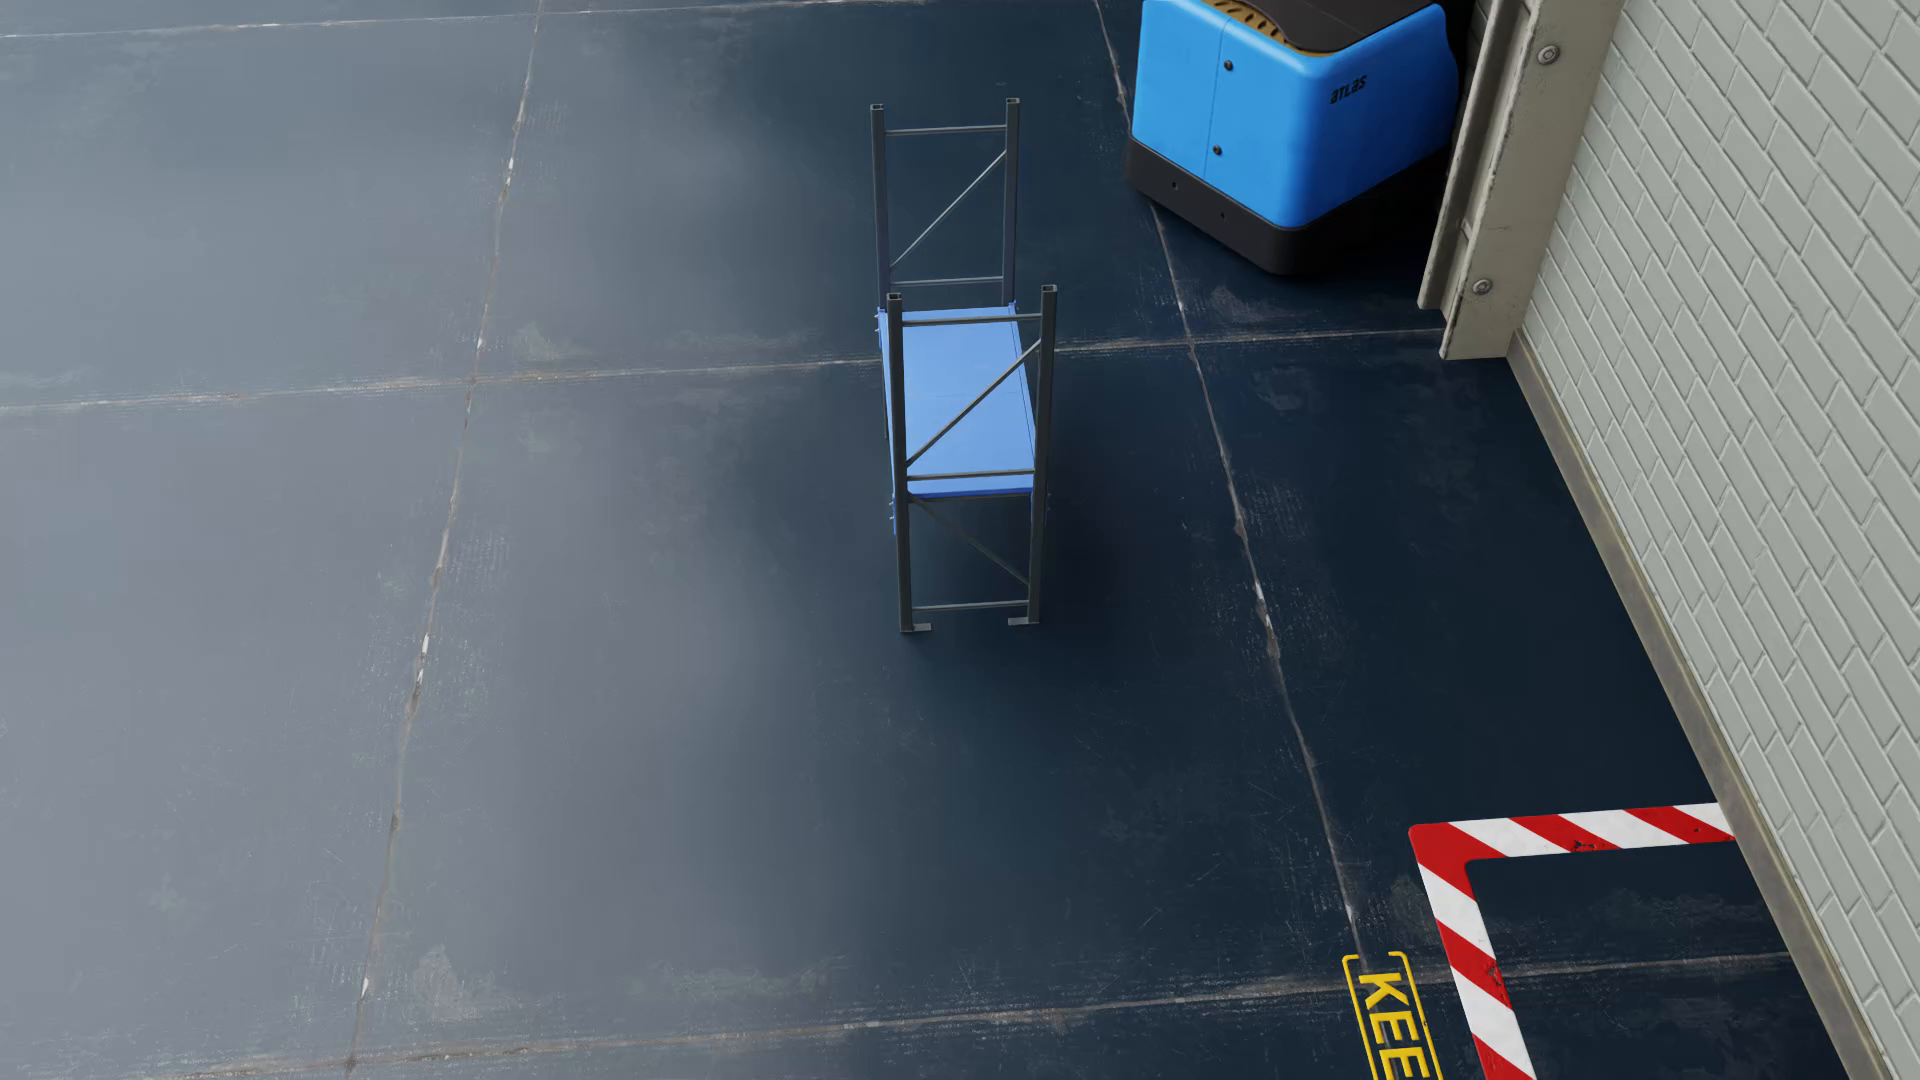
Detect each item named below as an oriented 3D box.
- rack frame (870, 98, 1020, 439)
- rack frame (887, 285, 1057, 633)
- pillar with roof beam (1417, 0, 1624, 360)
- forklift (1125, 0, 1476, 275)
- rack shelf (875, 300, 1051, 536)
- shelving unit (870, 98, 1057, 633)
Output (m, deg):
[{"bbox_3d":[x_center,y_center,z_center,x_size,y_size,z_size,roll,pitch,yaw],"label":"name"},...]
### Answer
[{"bbox_3d":[-0.050,-0.945,6.112,0.500,1.500,0.032,-3,47,-3],"label":"rack frame"},{"bbox_3d":[0.035,-0.210,5.416,0.500,1.500,0.032,-3,47,-3],"label":"rack frame"},{"bbox_3d":[-2.133,-3.739,3.593,9.100,9.000,0.400,-3,47,-3],"label":"pillar with roof beam"},{"bbox_3d":[2.222,-3.077,7.145,3.031,2.935,1.130,-31,54,-26],"label":"forklift"},{"bbox_3d":[-0.007,-0.454,5.895,0.538,0.185,1.000,-3,47,-3],"label":"rack shelf"},{"bbox_3d":[-0.007,-0.577,5.764,0.538,1.500,1.048,-3,47,-3],"label":"shelving unit"}]
